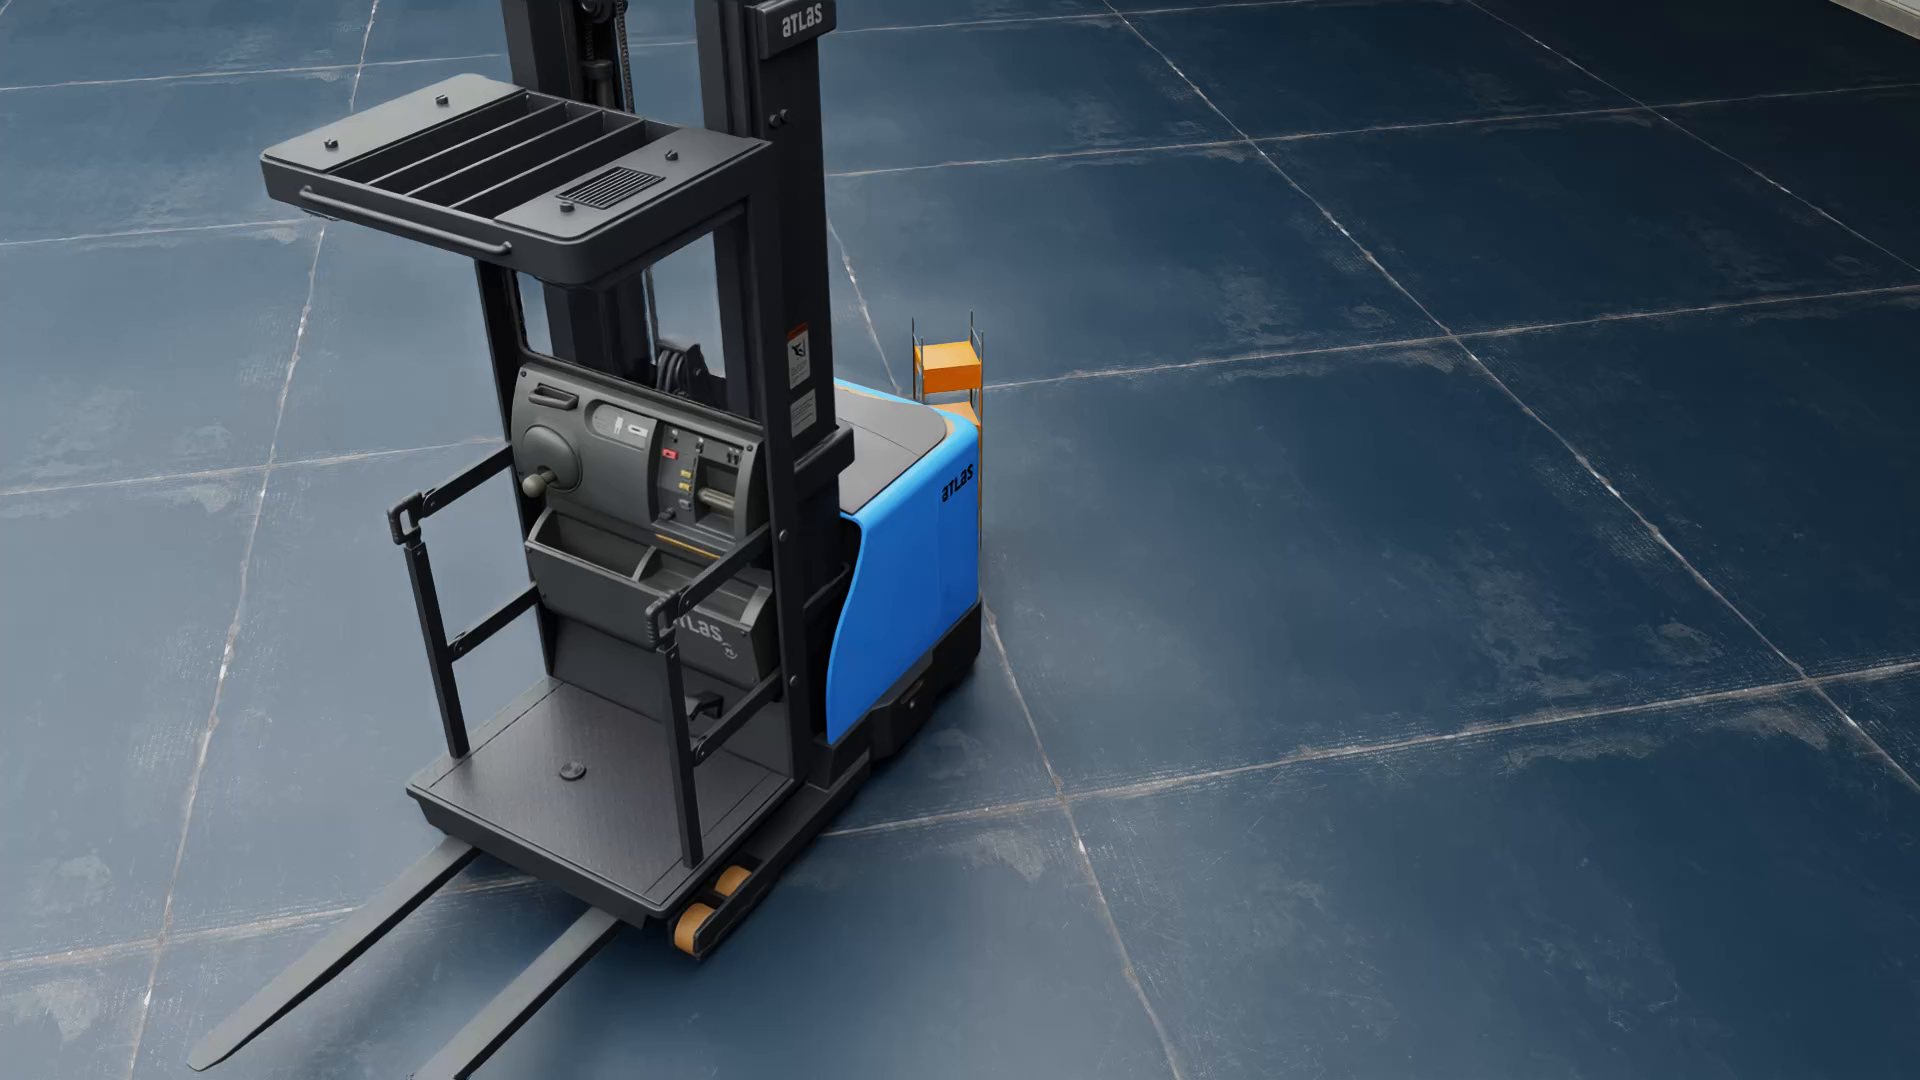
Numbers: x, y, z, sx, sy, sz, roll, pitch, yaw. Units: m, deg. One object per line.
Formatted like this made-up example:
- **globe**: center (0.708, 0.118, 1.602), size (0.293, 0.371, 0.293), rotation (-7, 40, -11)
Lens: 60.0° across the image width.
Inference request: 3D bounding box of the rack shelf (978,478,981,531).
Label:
- **rack shelf**: center (-0.052, -0.190, 7.108), size (0.240, 0.259, 0.215), rotation (-7, 35, -11)

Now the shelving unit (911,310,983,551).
- **shelving unit**: center (-0.052, -0.429, 6.948), size (0.252, 1.050, 0.215), rotation (-7, 35, -11)

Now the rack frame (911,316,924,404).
- **rack frame**: center (-0.171, -0.414, 6.925), size (0.008, 1.050, 0.200), rotation (-7, 35, -11)

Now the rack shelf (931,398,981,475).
- **rack shelf**: center (-0.052, -0.421, 6.954), size (0.240, 0.259, 0.215), rotation (-7, 35, -11)

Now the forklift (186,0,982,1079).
- **forklift**: center (-1.108, -0.192, 4.906), size (1.130, 2.935, 3.031), rotation (19, 38, 25)

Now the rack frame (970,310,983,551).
- **rack frame**: center (0.067, -0.444, 6.970), size (0.008, 1.050, 0.200), rotation (-7, 35, -11)

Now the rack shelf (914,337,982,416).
- **rack shelf**: center (-0.052, -0.656, 6.795), size (0.240, 0.259, 0.215), rotation (-7, 35, -11)
